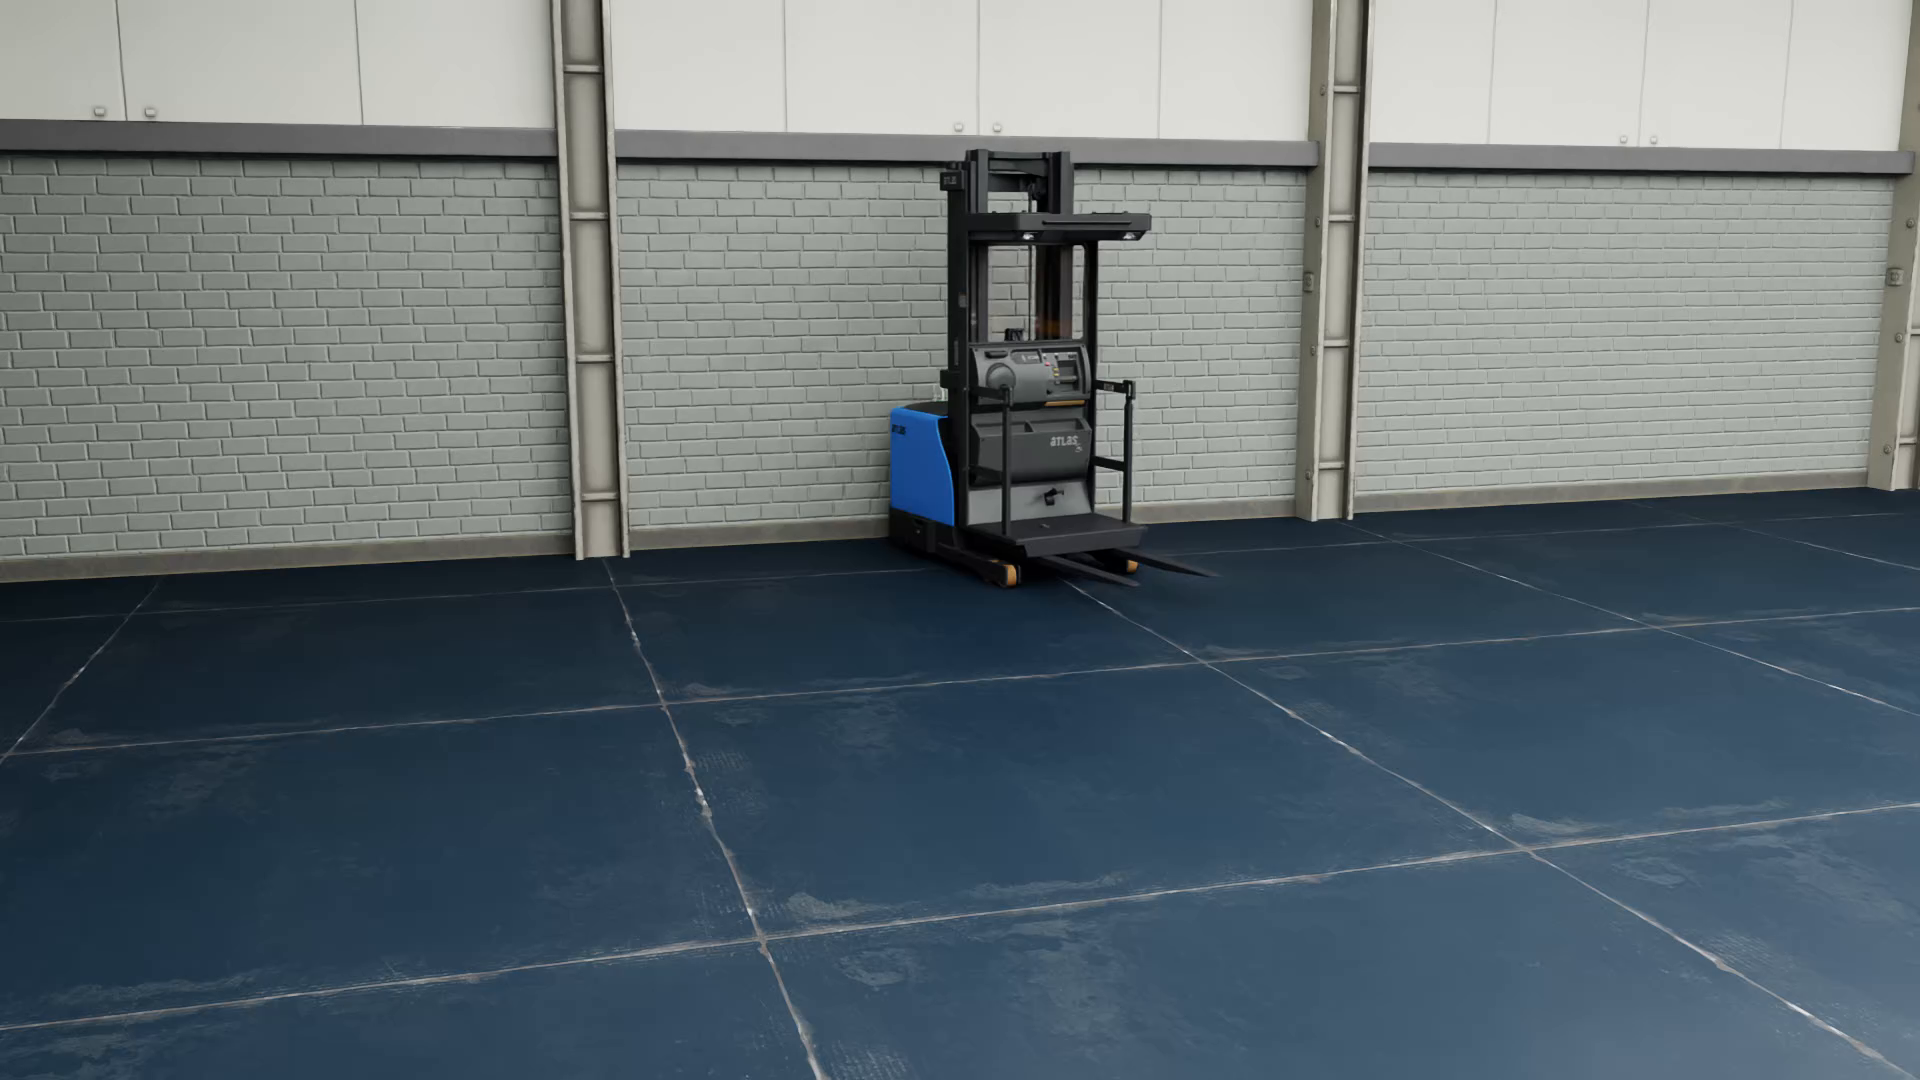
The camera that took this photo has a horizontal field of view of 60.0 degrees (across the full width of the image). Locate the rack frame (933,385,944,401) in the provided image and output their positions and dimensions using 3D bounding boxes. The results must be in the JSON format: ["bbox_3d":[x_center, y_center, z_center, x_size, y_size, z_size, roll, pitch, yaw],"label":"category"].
[{"bbox_3d":[-0.146,-0.612,13.072,0.015,1.200,0.240,-5,10,-18],"label":"rack frame"}]

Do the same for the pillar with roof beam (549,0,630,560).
[{"bbox_3d":[-1.479,-3.566,7.561,0.400,9.000,9.100,-3,11,-16],"label":"pillar with roof beam"}]

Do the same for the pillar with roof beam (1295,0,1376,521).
[{"bbox_3d":[4.282,-3.869,9.210,0.400,9.000,9.100,-3,11,-16],"label":"pillar with roof beam"}]

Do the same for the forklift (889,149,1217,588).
[{"bbox_3d":[0.614,-1.209,11.518,1.130,2.935,3.031,-6,12,-29],"label":"forklift"}]

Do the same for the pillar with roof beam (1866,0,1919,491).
[{"bbox_3d":[10.043,-4.173,10.860,0.400,9.000,9.100,-3,11,-16],"label":"pillar with roof beam"}]

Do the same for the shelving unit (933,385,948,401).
[{"bbox_3d":[0.086,-0.633,13.146,0.503,1.200,0.258,-5,10,-18],"label":"shelving unit"}]

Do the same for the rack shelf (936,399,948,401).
[{"bbox_3d":[0.070,-1.043,13.080,0.480,0.148,0.258,-5,10,-18],"label":"rack shelf"}]
